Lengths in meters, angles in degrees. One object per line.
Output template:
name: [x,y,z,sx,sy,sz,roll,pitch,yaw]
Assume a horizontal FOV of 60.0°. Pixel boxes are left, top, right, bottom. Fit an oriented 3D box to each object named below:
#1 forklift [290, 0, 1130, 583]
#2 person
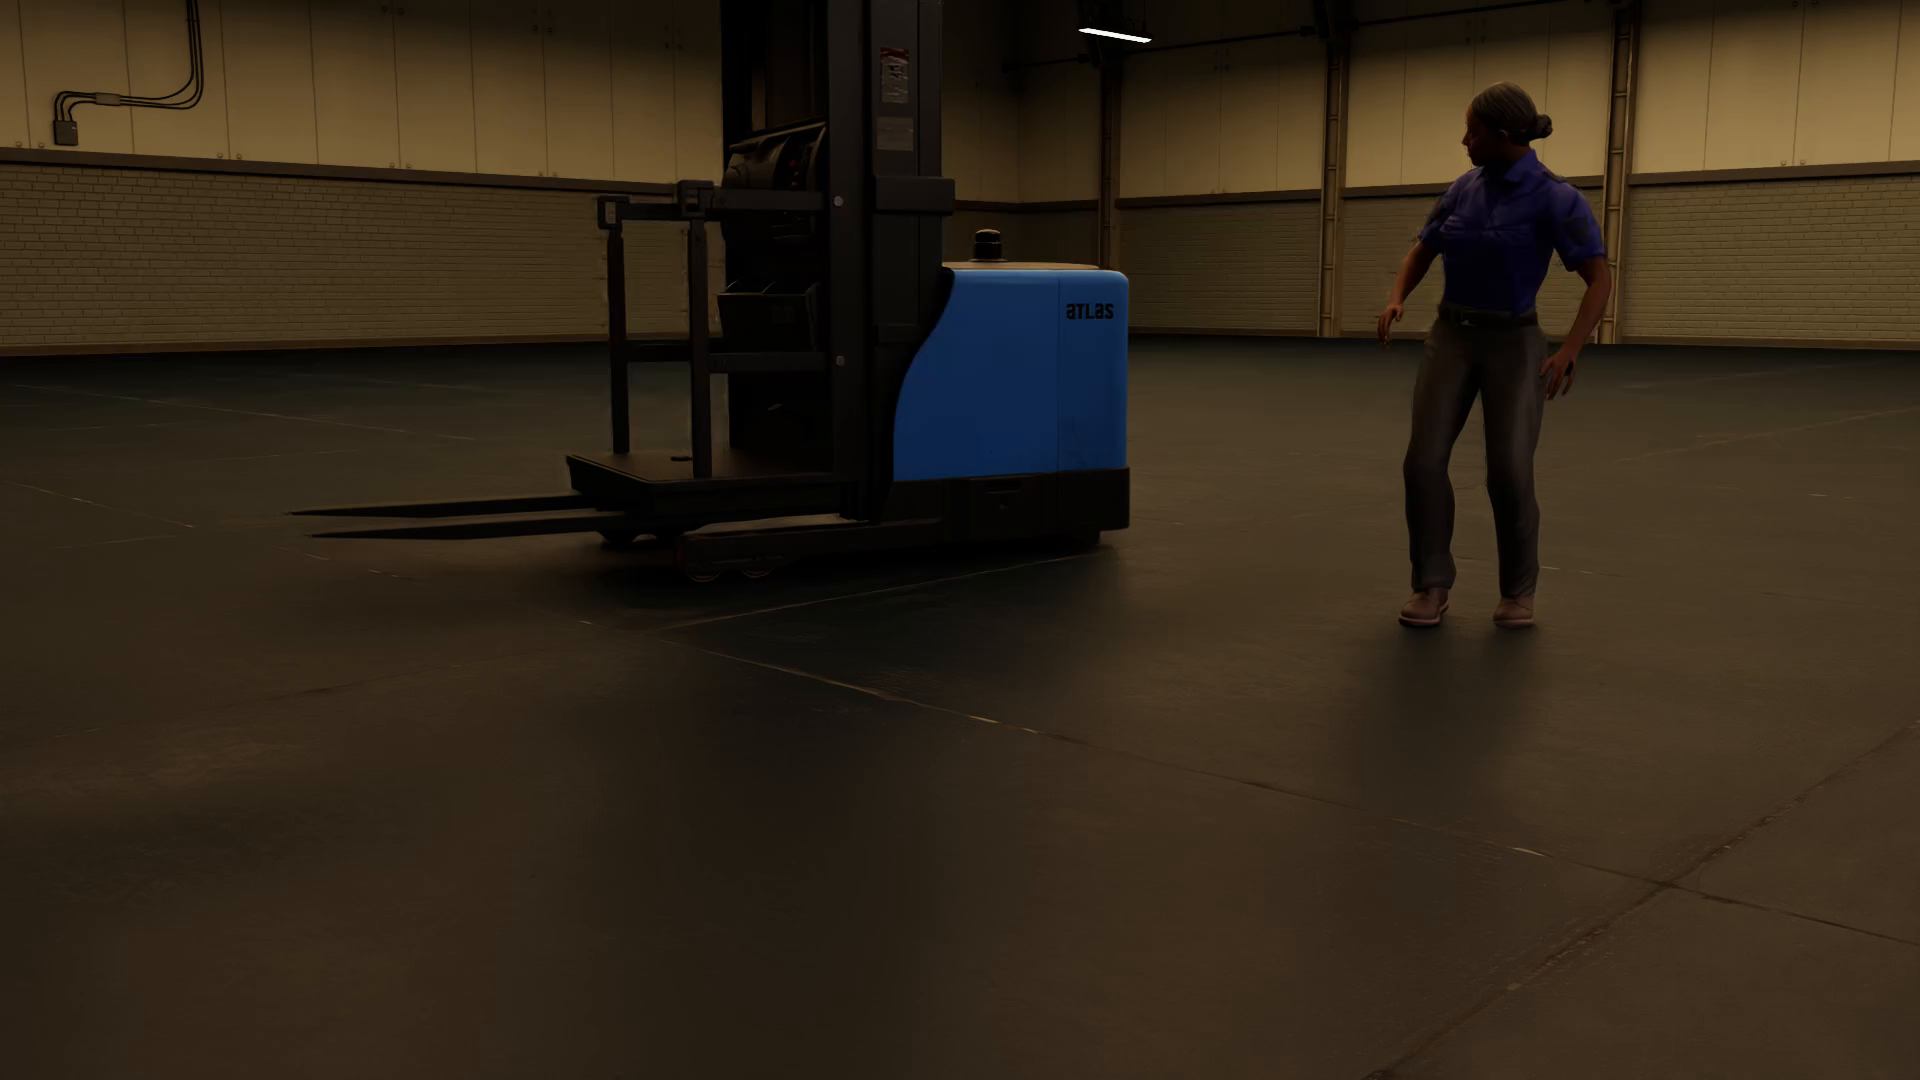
forklift: [-0.879,-1.391,6.112,3.031,2.935,1.130,-4,10,-27]
person: [1.586,-0.538,4.969,0.669,1.612,0.468,7,11,40]
